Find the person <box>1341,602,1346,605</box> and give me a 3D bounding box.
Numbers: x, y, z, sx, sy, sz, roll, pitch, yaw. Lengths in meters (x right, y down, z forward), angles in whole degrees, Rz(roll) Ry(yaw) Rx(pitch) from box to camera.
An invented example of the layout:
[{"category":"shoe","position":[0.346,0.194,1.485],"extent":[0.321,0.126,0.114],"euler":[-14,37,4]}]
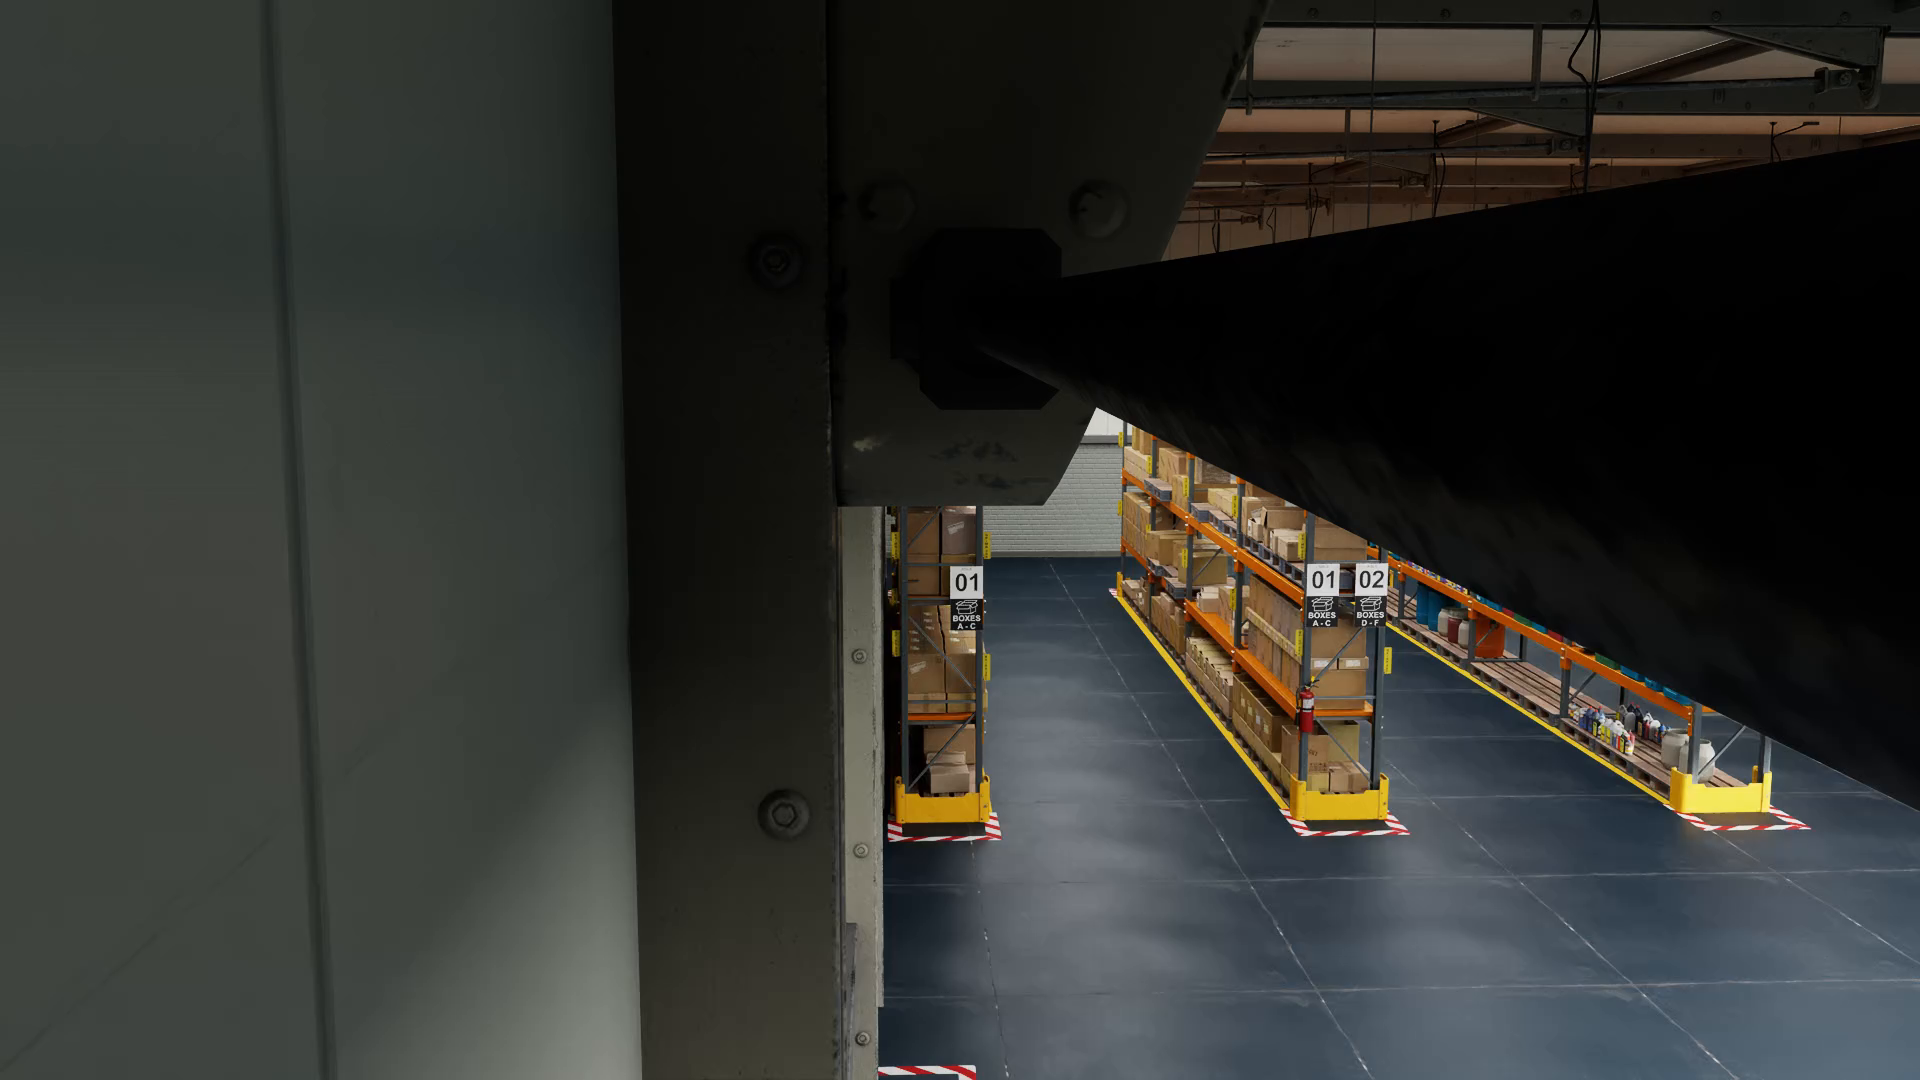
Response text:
[{"category":"person","position":[6.892,1.211,30.545],"extent":[0.573,1.645,0.939],"euler":[-1,8,-8]}]
